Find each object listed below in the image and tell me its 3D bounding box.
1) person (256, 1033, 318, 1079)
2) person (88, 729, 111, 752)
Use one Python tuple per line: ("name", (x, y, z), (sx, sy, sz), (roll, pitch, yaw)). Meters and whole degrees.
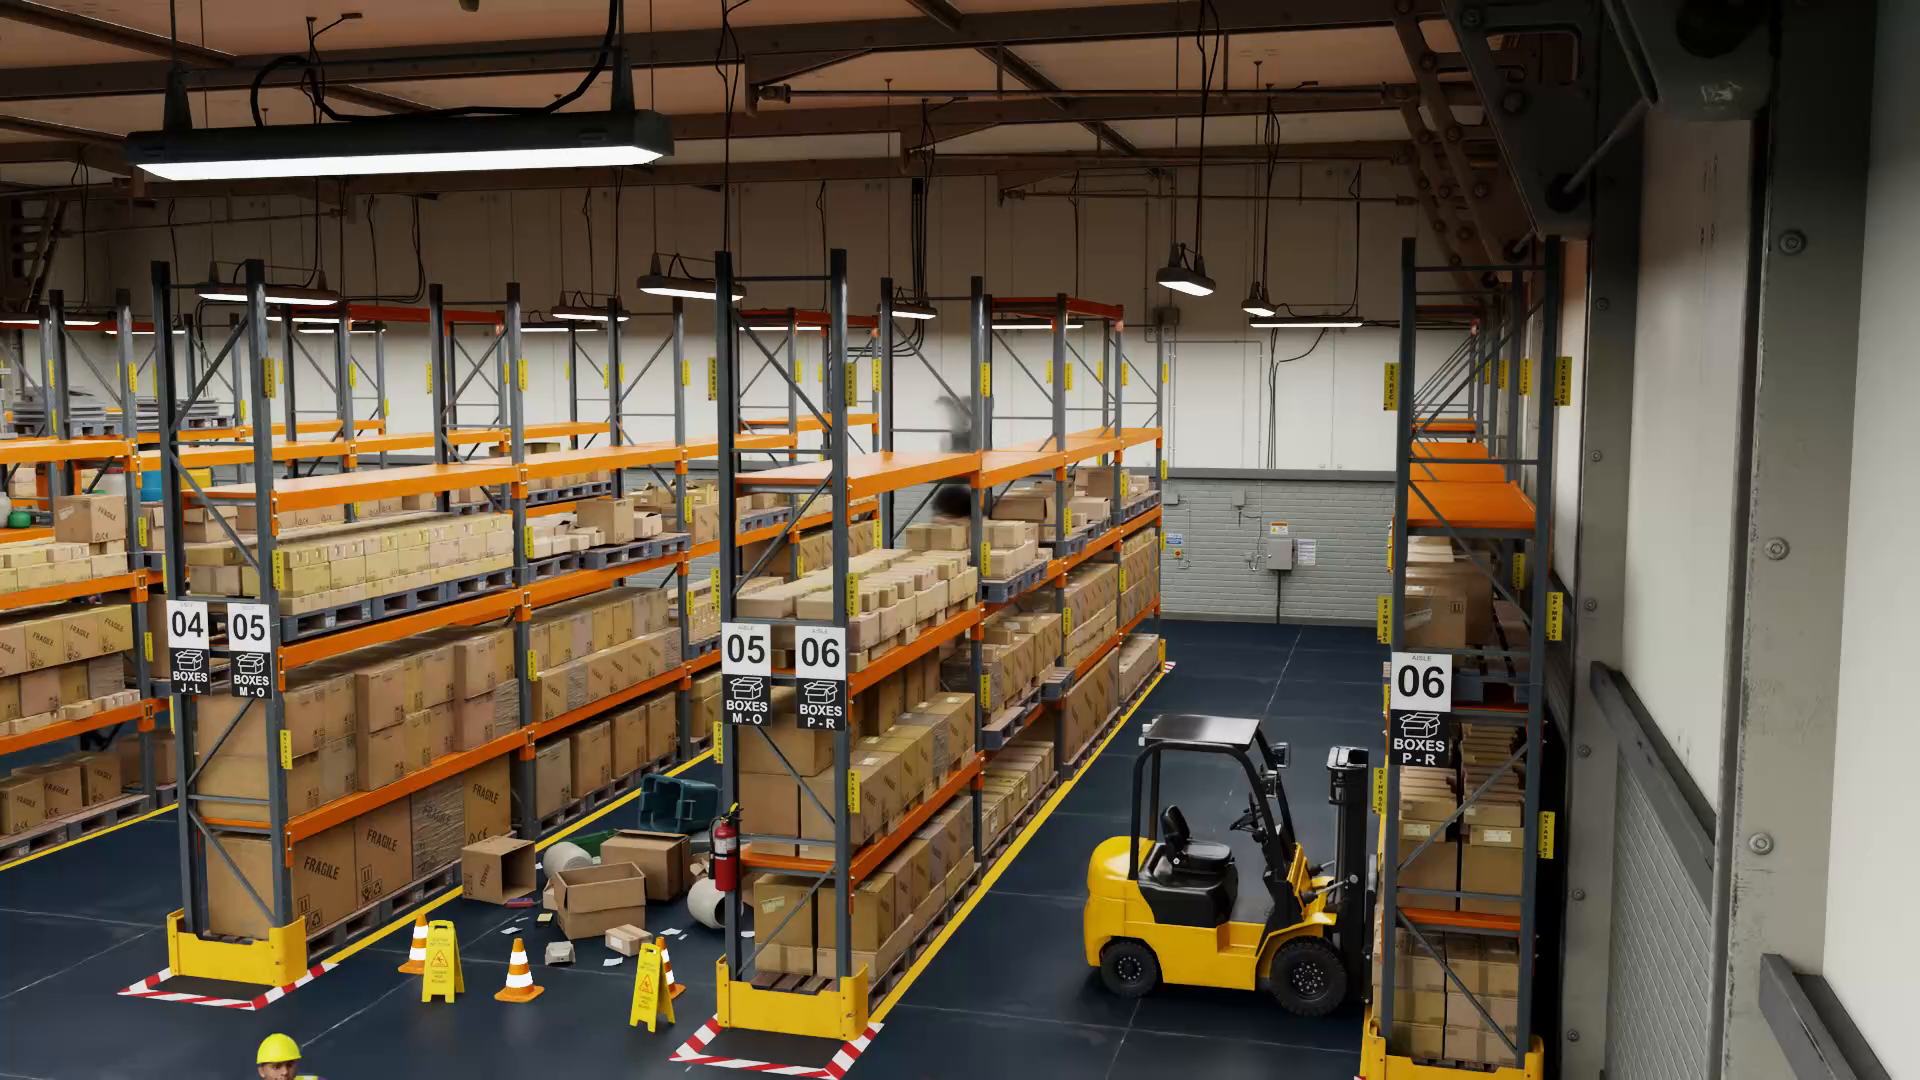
("person", (-3.513, 3.350, 8.578), (0.694, 1.651, 0.710), (-4, 7, -35))
("person", (-11.105, 2.133, 21.109), (0.536, 1.606, 0.875), (1, 6, 11))
